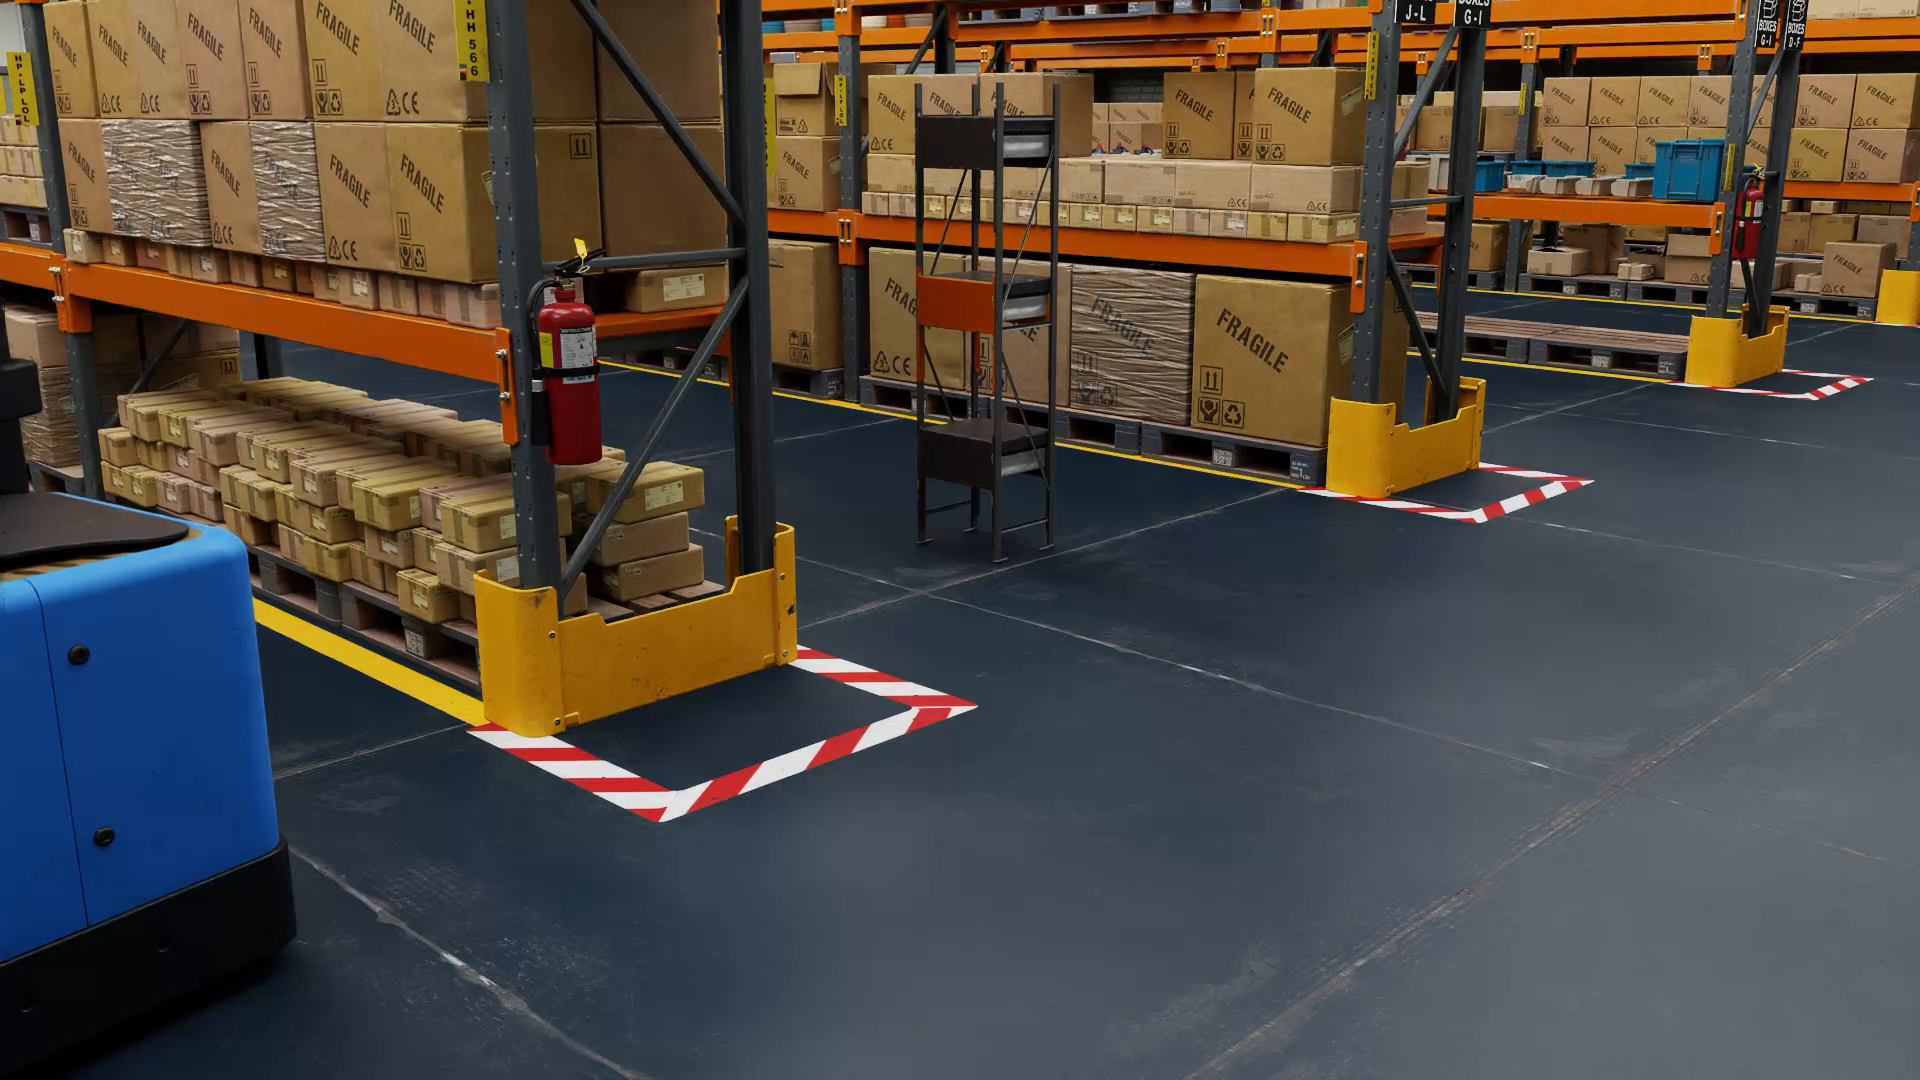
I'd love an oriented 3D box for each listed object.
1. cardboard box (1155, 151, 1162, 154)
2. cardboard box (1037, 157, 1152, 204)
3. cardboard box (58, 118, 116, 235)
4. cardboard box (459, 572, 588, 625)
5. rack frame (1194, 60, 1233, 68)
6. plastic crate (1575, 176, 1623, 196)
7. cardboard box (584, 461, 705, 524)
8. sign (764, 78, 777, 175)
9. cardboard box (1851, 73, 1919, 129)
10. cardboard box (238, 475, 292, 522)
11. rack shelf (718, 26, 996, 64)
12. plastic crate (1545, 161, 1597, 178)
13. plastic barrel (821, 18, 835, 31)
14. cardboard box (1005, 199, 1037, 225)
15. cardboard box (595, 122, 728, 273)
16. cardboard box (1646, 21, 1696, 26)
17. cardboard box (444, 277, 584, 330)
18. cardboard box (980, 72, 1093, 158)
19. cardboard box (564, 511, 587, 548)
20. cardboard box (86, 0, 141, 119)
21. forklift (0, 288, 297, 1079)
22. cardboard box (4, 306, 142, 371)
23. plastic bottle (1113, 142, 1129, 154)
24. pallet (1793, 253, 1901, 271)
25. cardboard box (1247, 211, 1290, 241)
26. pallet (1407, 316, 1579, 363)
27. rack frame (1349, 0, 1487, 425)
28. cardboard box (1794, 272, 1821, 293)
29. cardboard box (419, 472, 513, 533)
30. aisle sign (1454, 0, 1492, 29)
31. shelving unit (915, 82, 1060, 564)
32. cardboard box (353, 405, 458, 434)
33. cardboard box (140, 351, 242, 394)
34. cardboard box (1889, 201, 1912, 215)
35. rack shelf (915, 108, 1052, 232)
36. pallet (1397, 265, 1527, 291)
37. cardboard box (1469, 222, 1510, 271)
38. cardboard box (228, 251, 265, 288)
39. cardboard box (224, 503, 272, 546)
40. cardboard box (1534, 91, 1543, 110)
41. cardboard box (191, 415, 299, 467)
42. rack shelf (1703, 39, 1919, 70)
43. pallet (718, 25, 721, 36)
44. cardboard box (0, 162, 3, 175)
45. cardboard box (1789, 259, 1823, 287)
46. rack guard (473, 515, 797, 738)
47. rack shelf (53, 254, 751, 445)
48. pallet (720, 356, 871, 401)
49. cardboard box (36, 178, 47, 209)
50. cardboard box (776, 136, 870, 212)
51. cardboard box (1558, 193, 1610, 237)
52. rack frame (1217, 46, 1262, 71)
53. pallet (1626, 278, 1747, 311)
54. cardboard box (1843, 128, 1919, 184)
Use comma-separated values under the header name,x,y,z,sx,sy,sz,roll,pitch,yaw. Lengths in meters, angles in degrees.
name,x,y,z,sx,sy,sz,roll,pitch,yaw
cardboard box,2.739,-4.985,21.614,0.250,0.149,0.380,14,20,42
cardboard box,0.816,-2.178,10.050,0.500,0.250,0.500,14,20,42
cardboard box,-3.755,-1.679,7.640,0.500,0.500,0.500,13,20,41
cardboard box,-1.581,0.203,6.026,0.250,0.149,0.380,14,20,43
rack frame,4.134,-6.599,27.310,0.127,3.000,1.000,14,20,42
plastic crate,4.985,-2.766,13.001,0.243,0.136,0.396,14,20,42
cardboard box,-1.198,-0.184,6.331,0.250,0.149,0.380,13,19,40
sign,-0.681,-1.437,5.780,0.005,0.325,0.100,14,20,42
cardboard box,8.826,-4.160,15.766,0.500,0.500,0.500,13,20,42
cardboard box,-2.781,-0.198,6.973,0.250,0.149,0.380,14,20,43
rack shelf,-1.303,-5.554,18.778,4.000,0.370,1.077,14,20,42
plastic crate,4.999,-2.982,13.642,0.300,0.233,0.416,14,20,42
plastic barrel,-1.284,-6.217,18.898,0.708,0.901,0.600,14,20,42
cardboard box,0.494,-2.041,10.316,0.250,0.149,0.380,14,20,43
cardboard box,-1.189,-1.240,5.955,0.500,0.500,0.500,-13,20,-42
cardboard box,7.352,-5.372,16.950,0.500,0.250,0.500,14,20,42
cardboard box,-1.488,-0.803,5.565,0.250,0.149,0.380,14,20,42
cardboard box,0.473,-2.628,10.290,0.500,0.500,0.500,13,19,40
cardboard box,-1.414,-0.083,6.534,0.250,0.149,0.380,14,20,42
cardboard box,-3.397,-2.084,7.211,0.500,0.500,0.500,13,19,41
forklift,-3.108,-0.501,4.043,3.031,2.935,1.130,9,17,32
cardboard box,-4.648,-1.060,8.690,0.500,0.250,0.500,13,19,41
plastic bottle,1.633,-3.848,16.850,0.185,0.351,0.144,14,20,42
pallet,11.269,-3.489,20.904,1.213,0.211,1.003,14,20,42
cardboard box,1.785,-1.728,9.113,0.250,0.149,0.380,14,20,43
pallet,4.455,-1.716,14.101,1.213,0.211,1.003,14,20,42
rack frame,2.458,-1.802,8.898,0.127,3.000,1.000,14,20,42
cardboard box,8.546,-2.579,16.627,0.250,0.166,0.380,14,20,42
cardboard box,-1.755,-0.132,6.130,0.380,0.149,0.250,-14,20,-43
aisle sign,2.718,-3.102,8.731,0.004,0.787,0.394,14,20,42
shelving unit,0.119,-0.987,7.556,0.503,2.100,0.431,14,20,42
cardboard box,-2.510,-0.501,7.547,0.250,0.149,0.380,13,19,40
cardboard box,-4.284,-0.790,9.141,0.500,0.500,0.500,-14,20,-42
cardboard box,11.699,-4.102,20.565,0.250,0.149,0.380,14,20,43
rack shelf,0.119,-1.651,7.383,0.480,0.518,0.431,14,20,42
pallet,5.846,-3.085,19.355,1.213,0.211,1.003,14,20,42
cardboard box,5.903,-3.337,18.875,0.500,0.500,0.500,14,20,42
cardboard box,-2.753,-1.129,6.813,0.380,0.149,0.250,-14,20,-42
cardboard box,-2.935,-0.101,7.193,0.250,0.149,0.380,13,19,41
cardboard box,8.284,-6.069,22.960,0.500,0.250,0.500,13,20,41
cardboard box,-3.129,-0.438,7.305,0.380,0.149,0.250,-14,20,-43
rack shelf,11.333,-5.953,20.306,4.000,0.370,1.077,14,20,42
pallet,-3.330,-6.270,20.471,1.003,0.211,1.213,14,20,42
cardboard box,-4.927,-2.016,8.794,0.250,0.149,0.380,13,19,40
cardboard box,8.783,-2.716,16.987,0.500,0.250,0.500,14,20,42
rack guard,-1.112,0.277,5.877,0.348,0.500,1.175,14,20,42
rack shelf,-2.497,-0.921,6.945,4.000,0.370,1.077,14,20,42
pallet,-1.029,-1.274,12.403,1.213,0.211,1.003,14,20,42
cardboard box,-4.360,-1.735,8.305,0.250,0.149,0.380,13,20,41
cardboard box,-0.947,-2.583,11.696,0.500,0.500,0.500,14,20,42
cardboard box,8.693,-4.607,23.096,0.750,0.750,0.750,-14,20,-43
rack frame,3.578,-4.999,21.170,0.127,3.000,1.000,14,20,42
pallet,7.834,-2.616,17.554,1.213,0.211,1.003,14,20,42
cardboard box,8.826,-3.677,15.895,0.500,0.500,0.500,-14,20,-42
